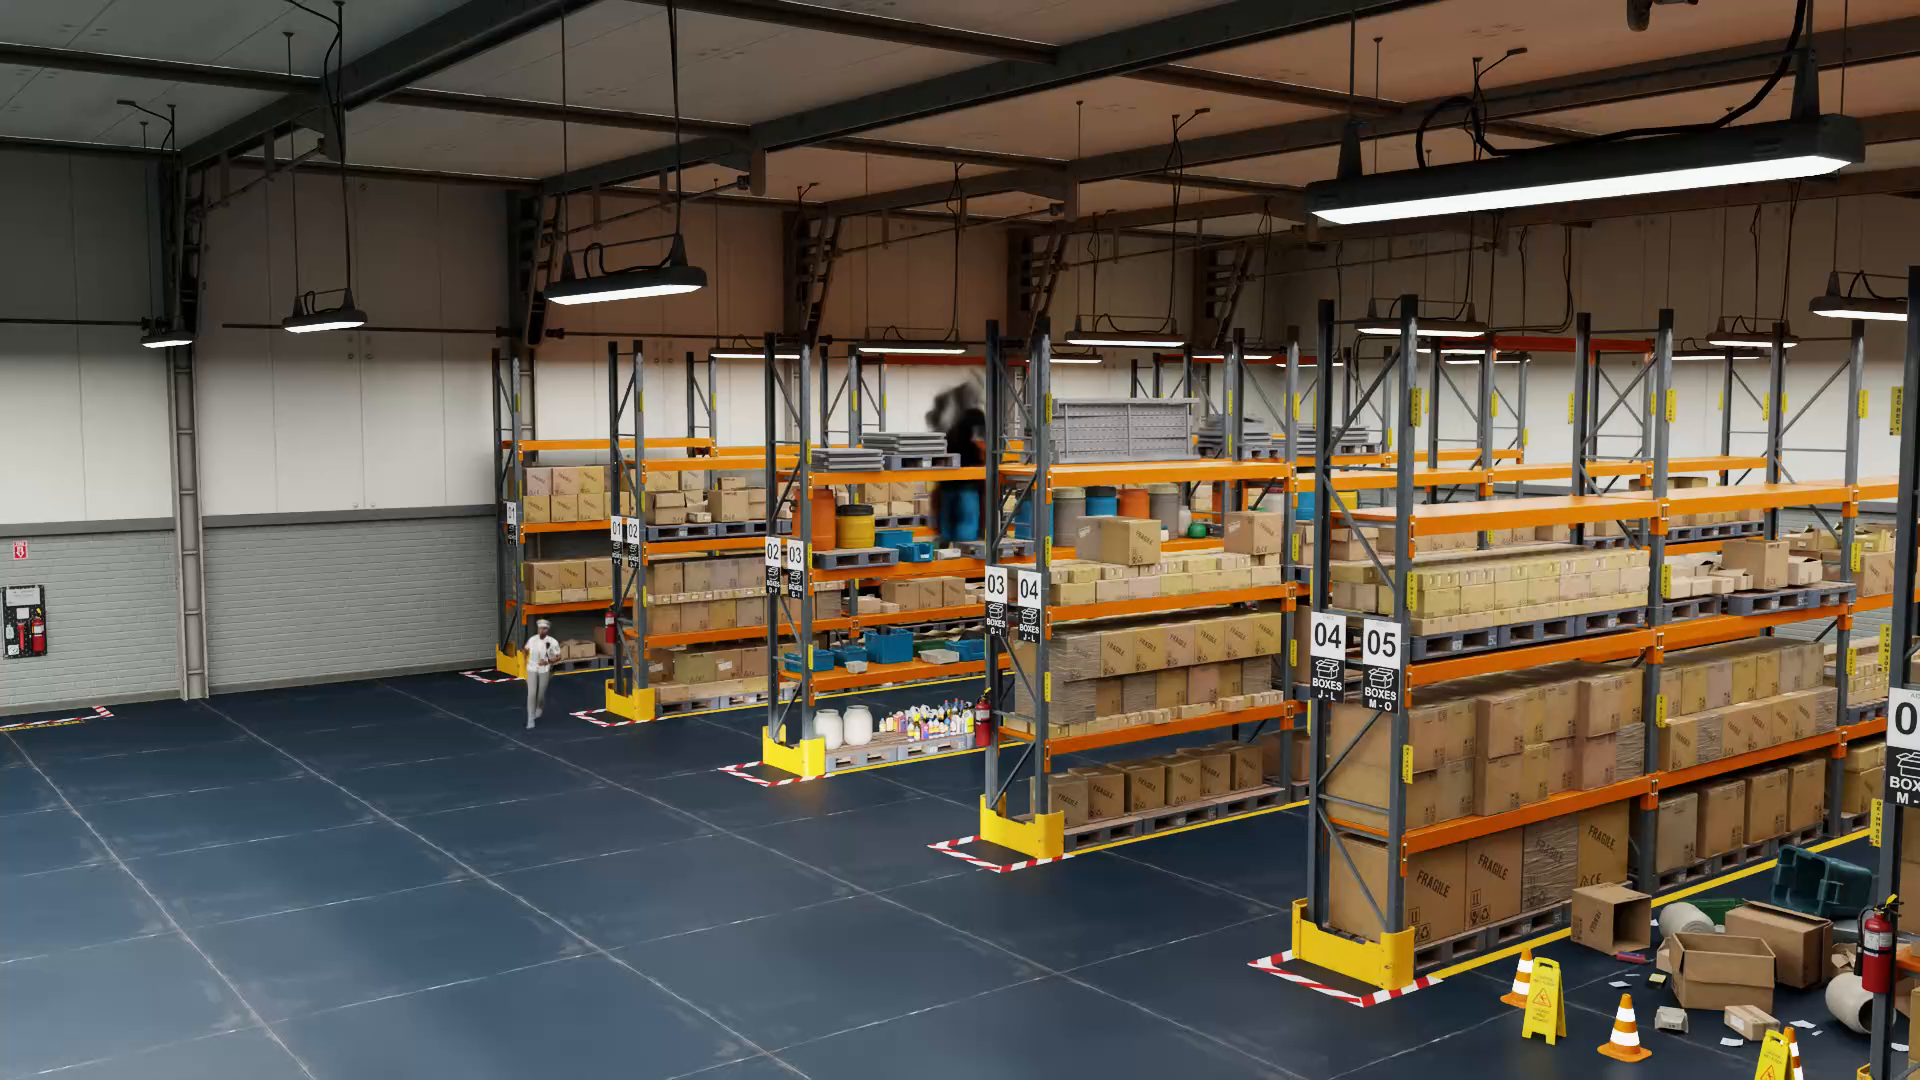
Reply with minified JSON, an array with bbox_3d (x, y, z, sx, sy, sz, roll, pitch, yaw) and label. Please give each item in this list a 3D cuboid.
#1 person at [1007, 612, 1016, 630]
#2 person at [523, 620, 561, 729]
[{"bbox_3d":[1.032,1.368,33.269,0.899,1.783,0.656,-4,7,-42],"label":"person"},{"bbox_3d":[-6.546,2.071,26.054,0.617,1.698,0.798,0,5,-3],"label":"person"}]
